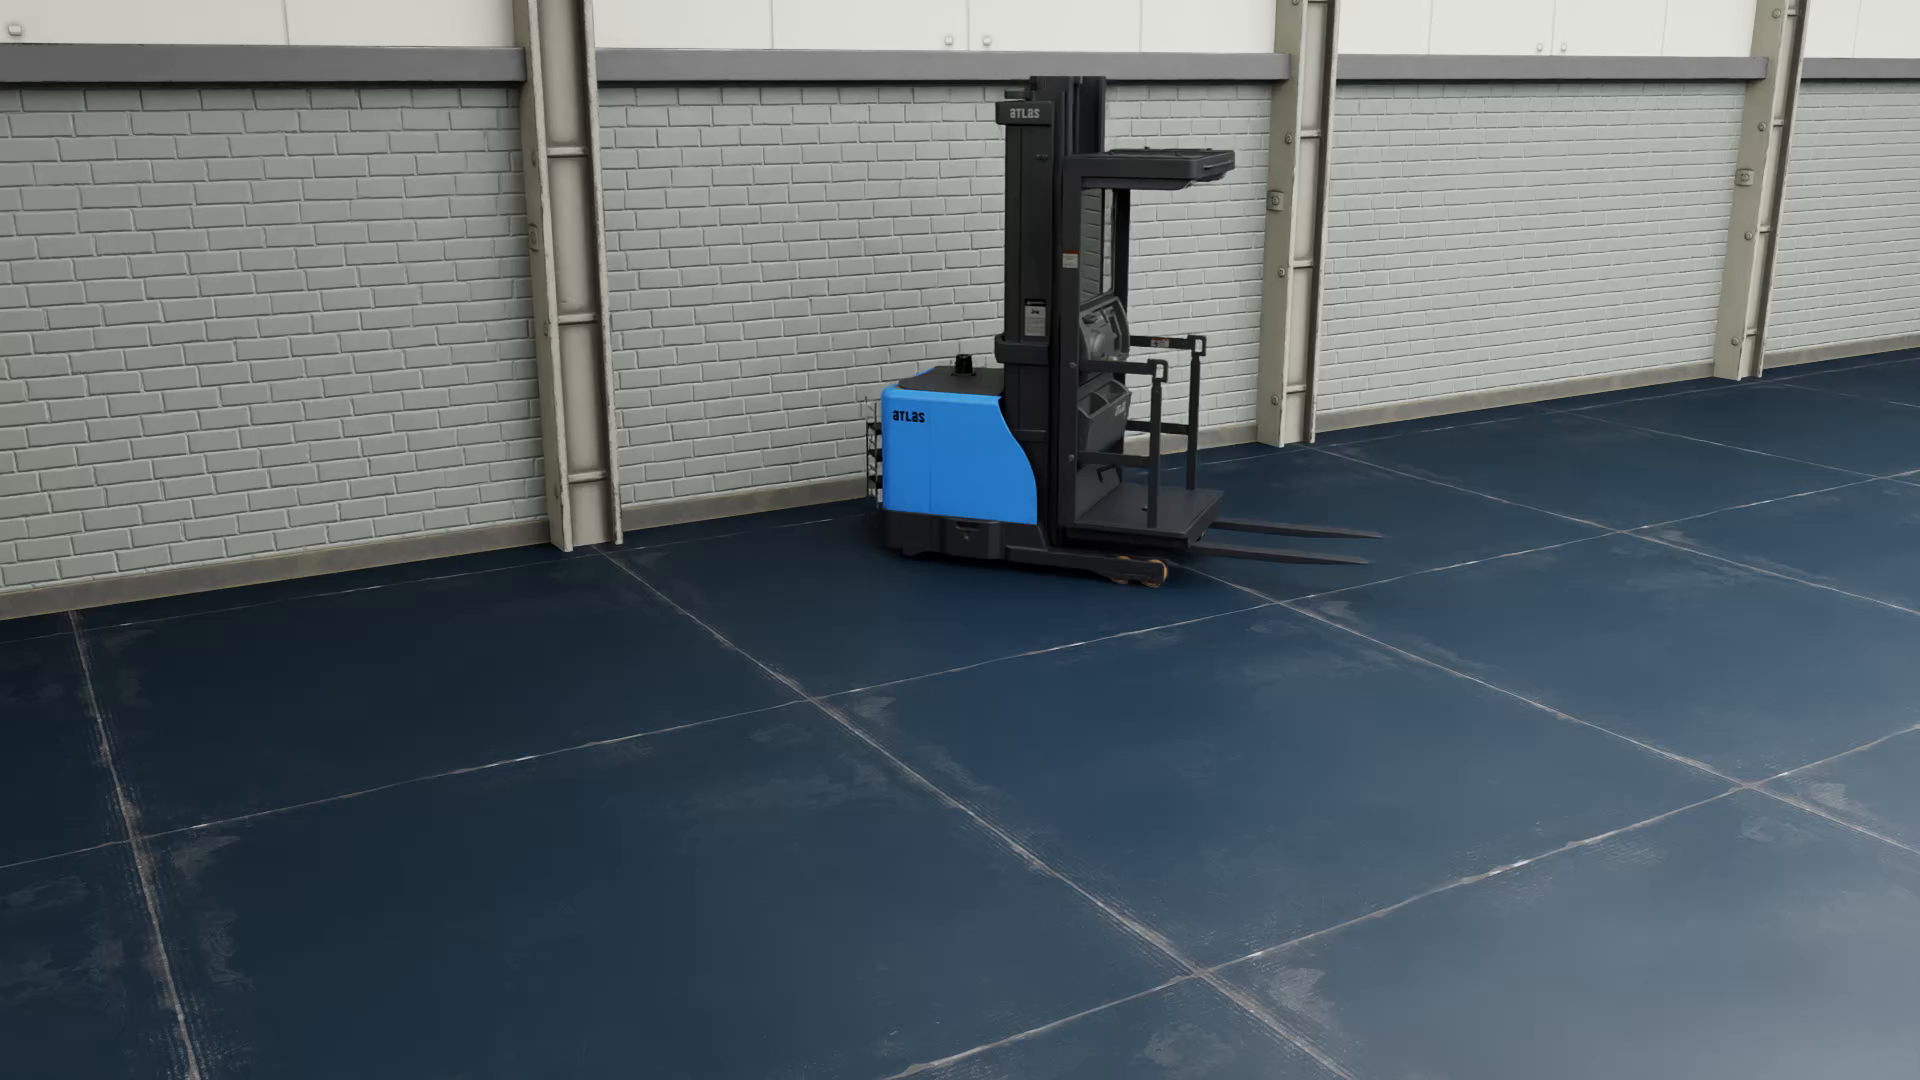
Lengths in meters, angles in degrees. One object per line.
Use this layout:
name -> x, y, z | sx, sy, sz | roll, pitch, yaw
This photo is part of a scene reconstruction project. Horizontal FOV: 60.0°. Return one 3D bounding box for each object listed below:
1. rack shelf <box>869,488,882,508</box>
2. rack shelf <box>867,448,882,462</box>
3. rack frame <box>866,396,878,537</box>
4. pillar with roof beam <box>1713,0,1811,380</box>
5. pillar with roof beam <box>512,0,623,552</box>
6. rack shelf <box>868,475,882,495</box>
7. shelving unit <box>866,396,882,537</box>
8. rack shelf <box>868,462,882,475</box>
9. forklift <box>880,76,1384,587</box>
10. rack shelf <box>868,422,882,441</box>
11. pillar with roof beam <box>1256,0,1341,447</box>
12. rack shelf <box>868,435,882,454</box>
rack shelf -> -0.486, -0.287, 11.058 | 0.200, 0.077, 0.258 | -5, 16, -17
rack shelf -> -0.486, -0.547, 10.986 | 0.200, 0.077, 0.258 | -5, 16, -17
rack frame -> -0.583, -0.484, 10.971 | 0.006, 0.900, 0.240 | -5, 16, -17
pillar with roof beam -> 10.063, -4.992, 12.045 | 0.400, 9.000, 9.100 | -9, 18, -30
pillar with roof beam -> -0.224, -3.324, 6.095 | 0.400, 9.000, 9.100 | -9, 18, -30
rack shelf -> -0.486, -0.374, 11.034 | 0.200, 0.077, 0.258 | -5, 16, -17
shelving unit -> -0.486, -0.493, 11.001 | 0.210, 0.900, 0.258 | -5, 16, -17
rack shelf -> -0.486, -0.461, 11.010 | 0.200, 0.077, 0.258 | -5, 16, -17
forklift -> 1.067, -1.291, 10.086 | 3.031, 2.935, 1.130 | 6, 17, 20
rack shelf -> -0.486, -0.721, 10.937 | 0.200, 0.077, 0.258 | -5, 16, -17
pillar with roof beam -> 4.920, -4.158, 9.070 | 0.400, 9.000, 9.100 | -9, 18, -30
rack shelf -> -0.486, -0.634, 10.961 | 0.200, 0.077, 0.258 | -5, 16, -17
